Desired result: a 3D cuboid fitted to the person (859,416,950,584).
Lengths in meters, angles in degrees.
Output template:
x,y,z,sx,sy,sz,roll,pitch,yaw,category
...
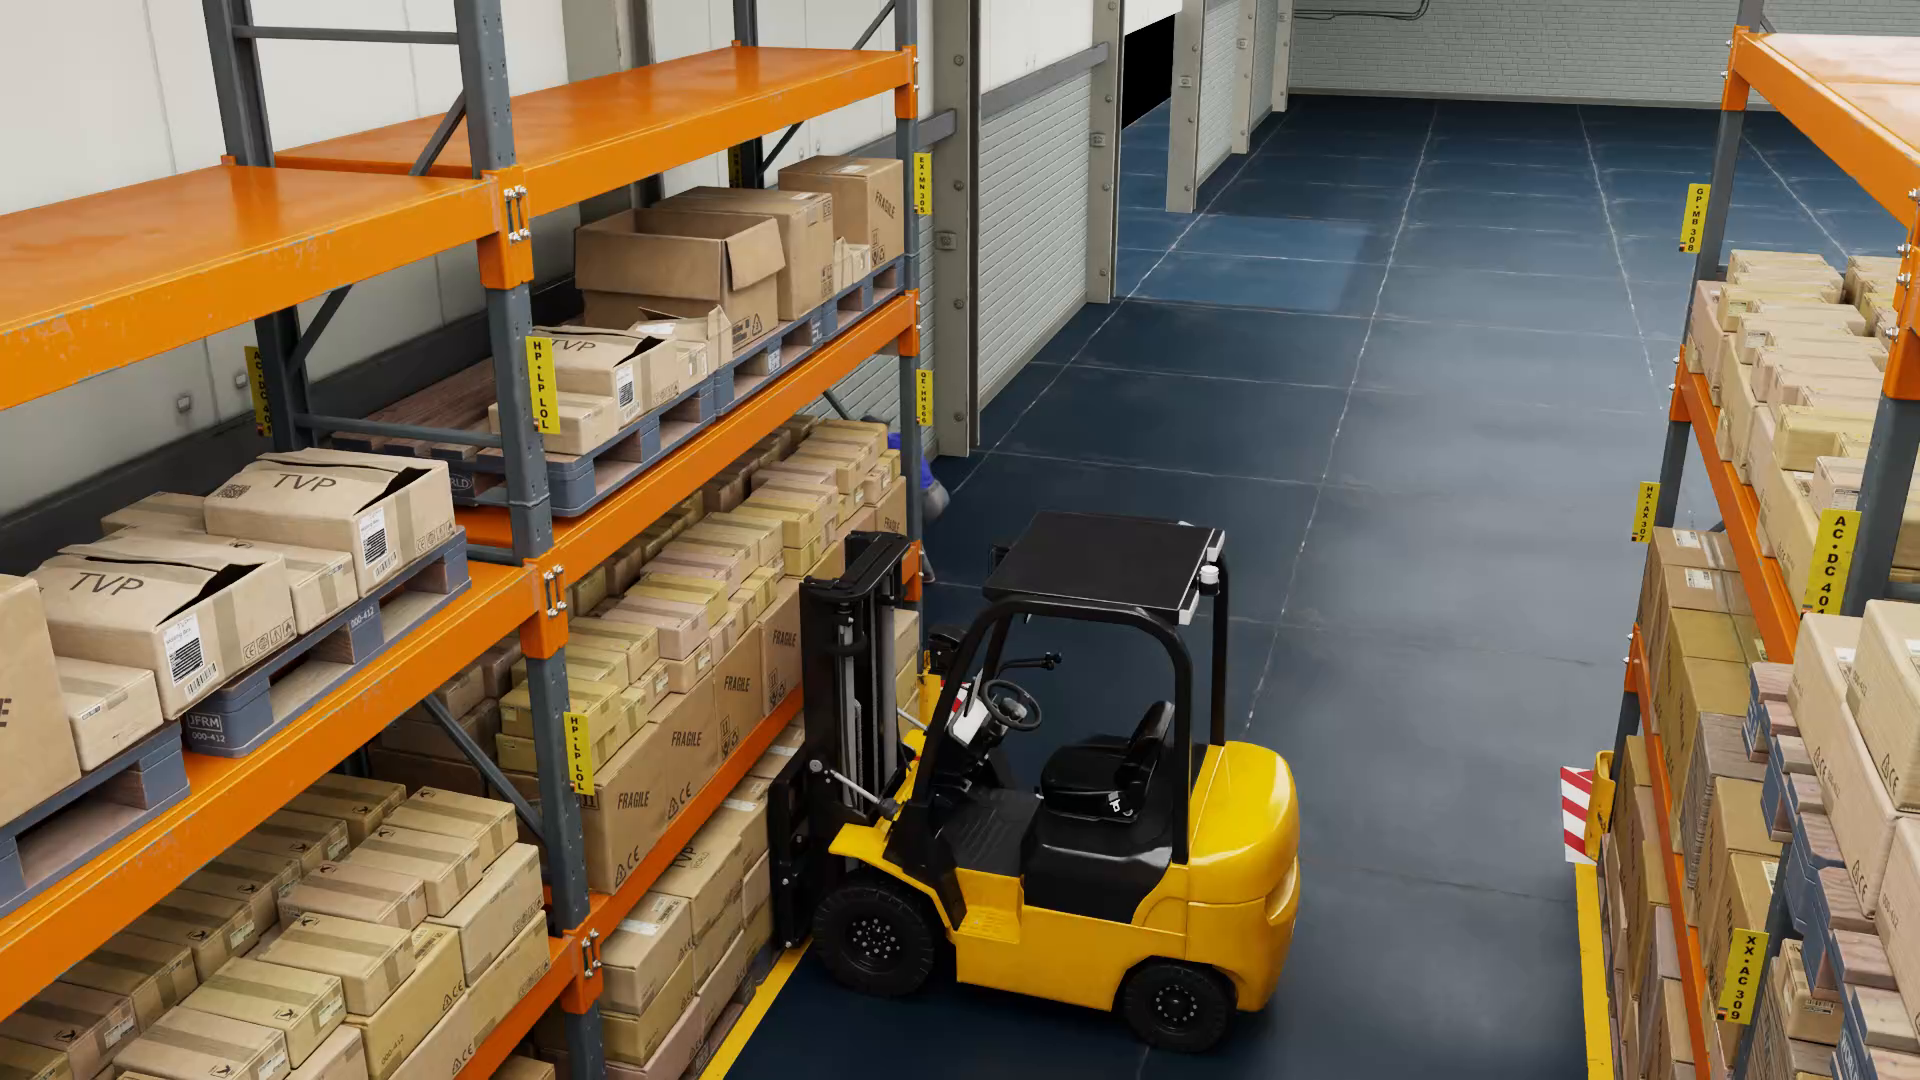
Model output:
x,y,z,sx,sy,sz,roll,pitch,yaw,category
-0.423,-0.250,12.154,0.652,1.336,0.496,7,23,16,person
